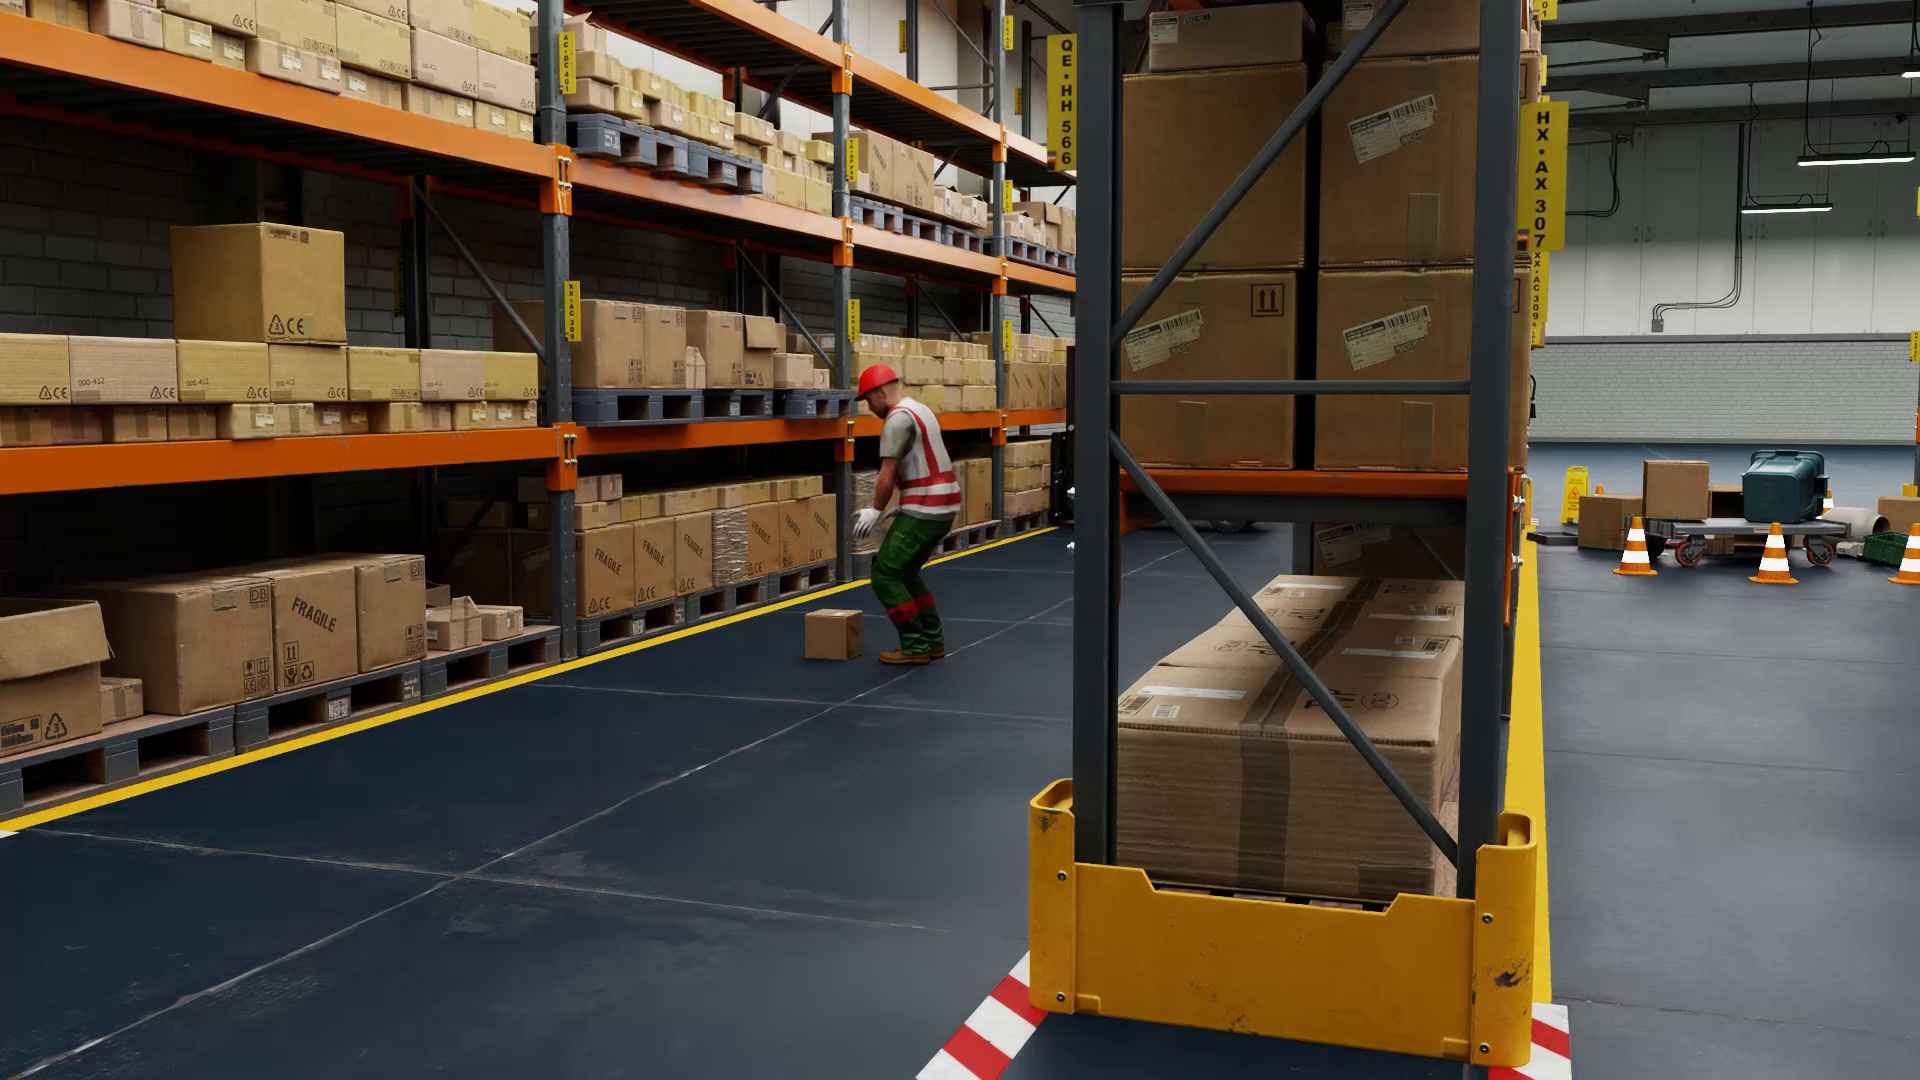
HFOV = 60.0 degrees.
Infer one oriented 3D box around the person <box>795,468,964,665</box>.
[{"bbox_3d":[-0.463,0.132,9.308,0.964,1.071,0.514,1,5,16],"label":"person"}]
